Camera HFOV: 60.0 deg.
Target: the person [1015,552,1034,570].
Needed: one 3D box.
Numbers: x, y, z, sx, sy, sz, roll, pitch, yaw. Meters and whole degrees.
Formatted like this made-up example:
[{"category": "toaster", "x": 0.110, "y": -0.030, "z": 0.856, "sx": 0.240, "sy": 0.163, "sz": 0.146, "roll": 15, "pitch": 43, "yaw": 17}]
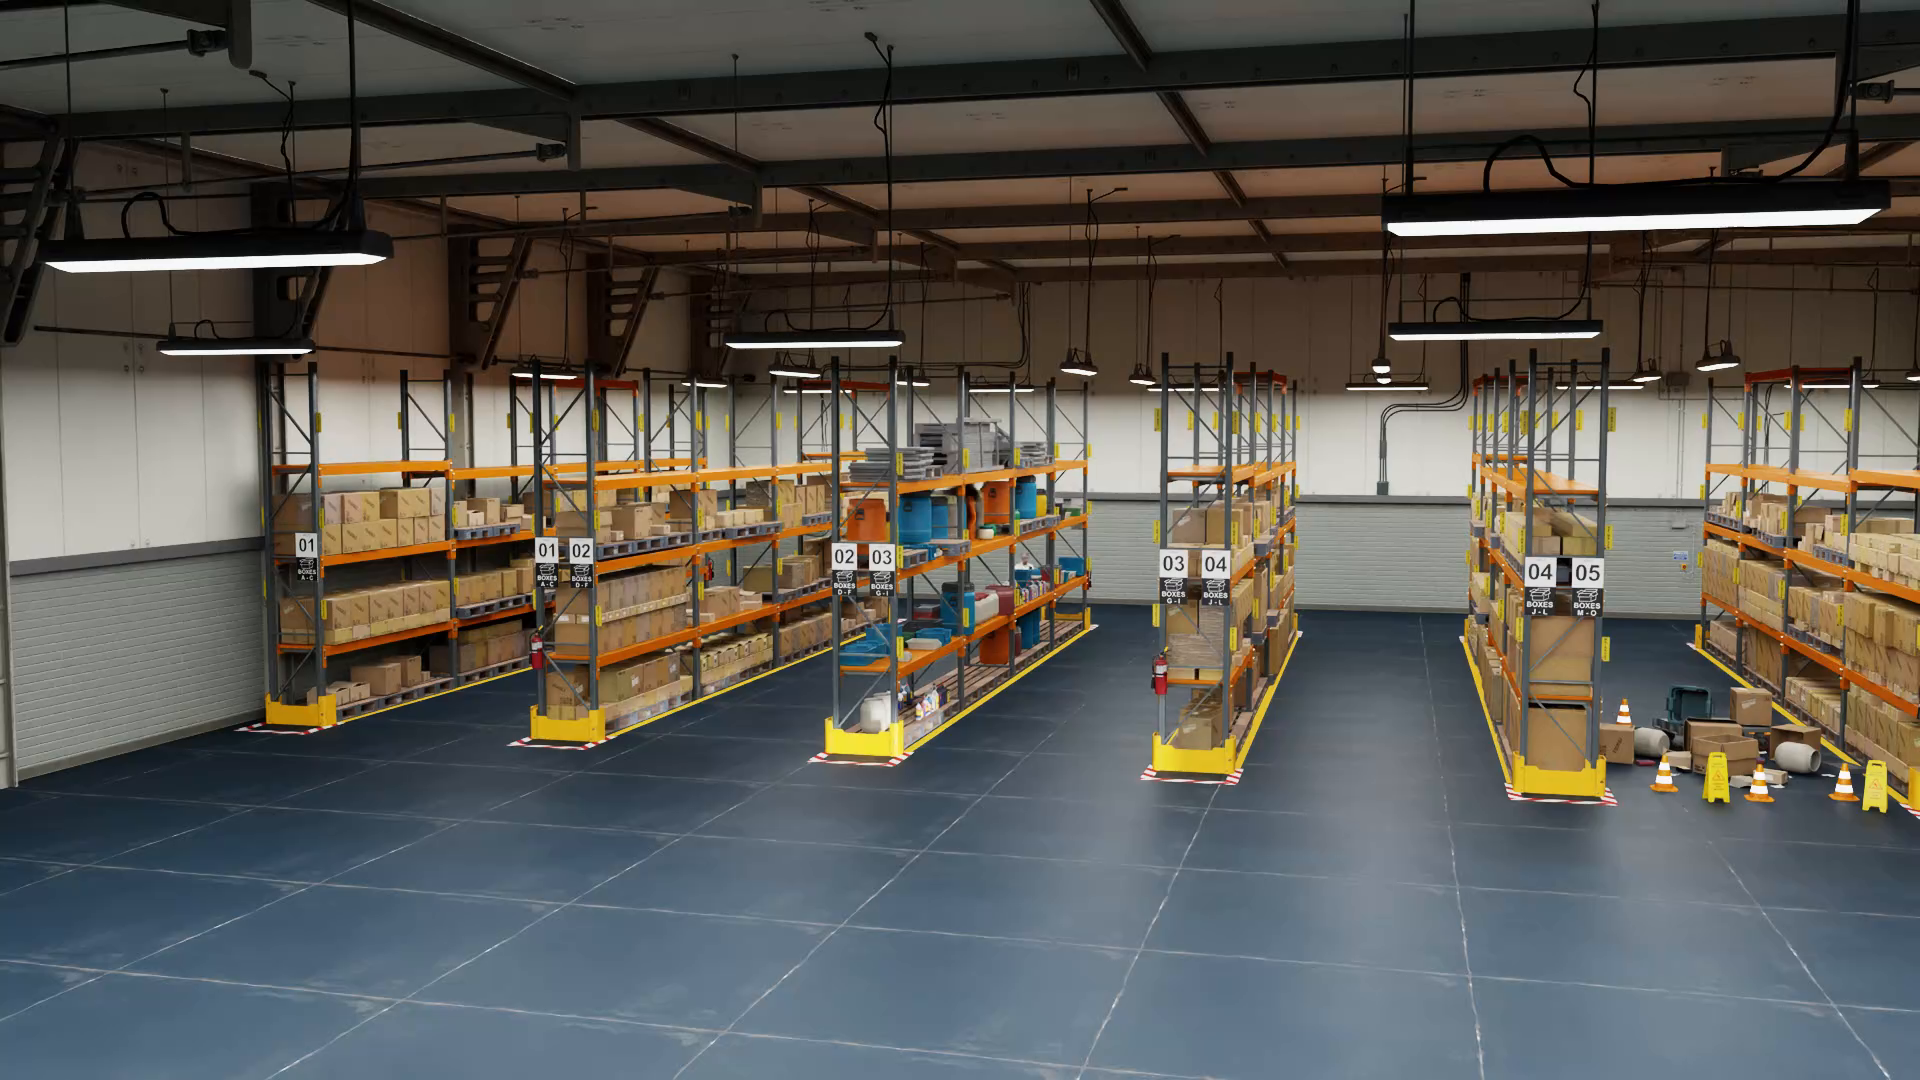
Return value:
[{"category": "person", "x": 1.640, "y": 1.195, "z": 41.654, "sx": 0.562, "sy": 1.791, "sz": 0.471, "roll": -2, "pitch": 5, "yaw": -32}]
